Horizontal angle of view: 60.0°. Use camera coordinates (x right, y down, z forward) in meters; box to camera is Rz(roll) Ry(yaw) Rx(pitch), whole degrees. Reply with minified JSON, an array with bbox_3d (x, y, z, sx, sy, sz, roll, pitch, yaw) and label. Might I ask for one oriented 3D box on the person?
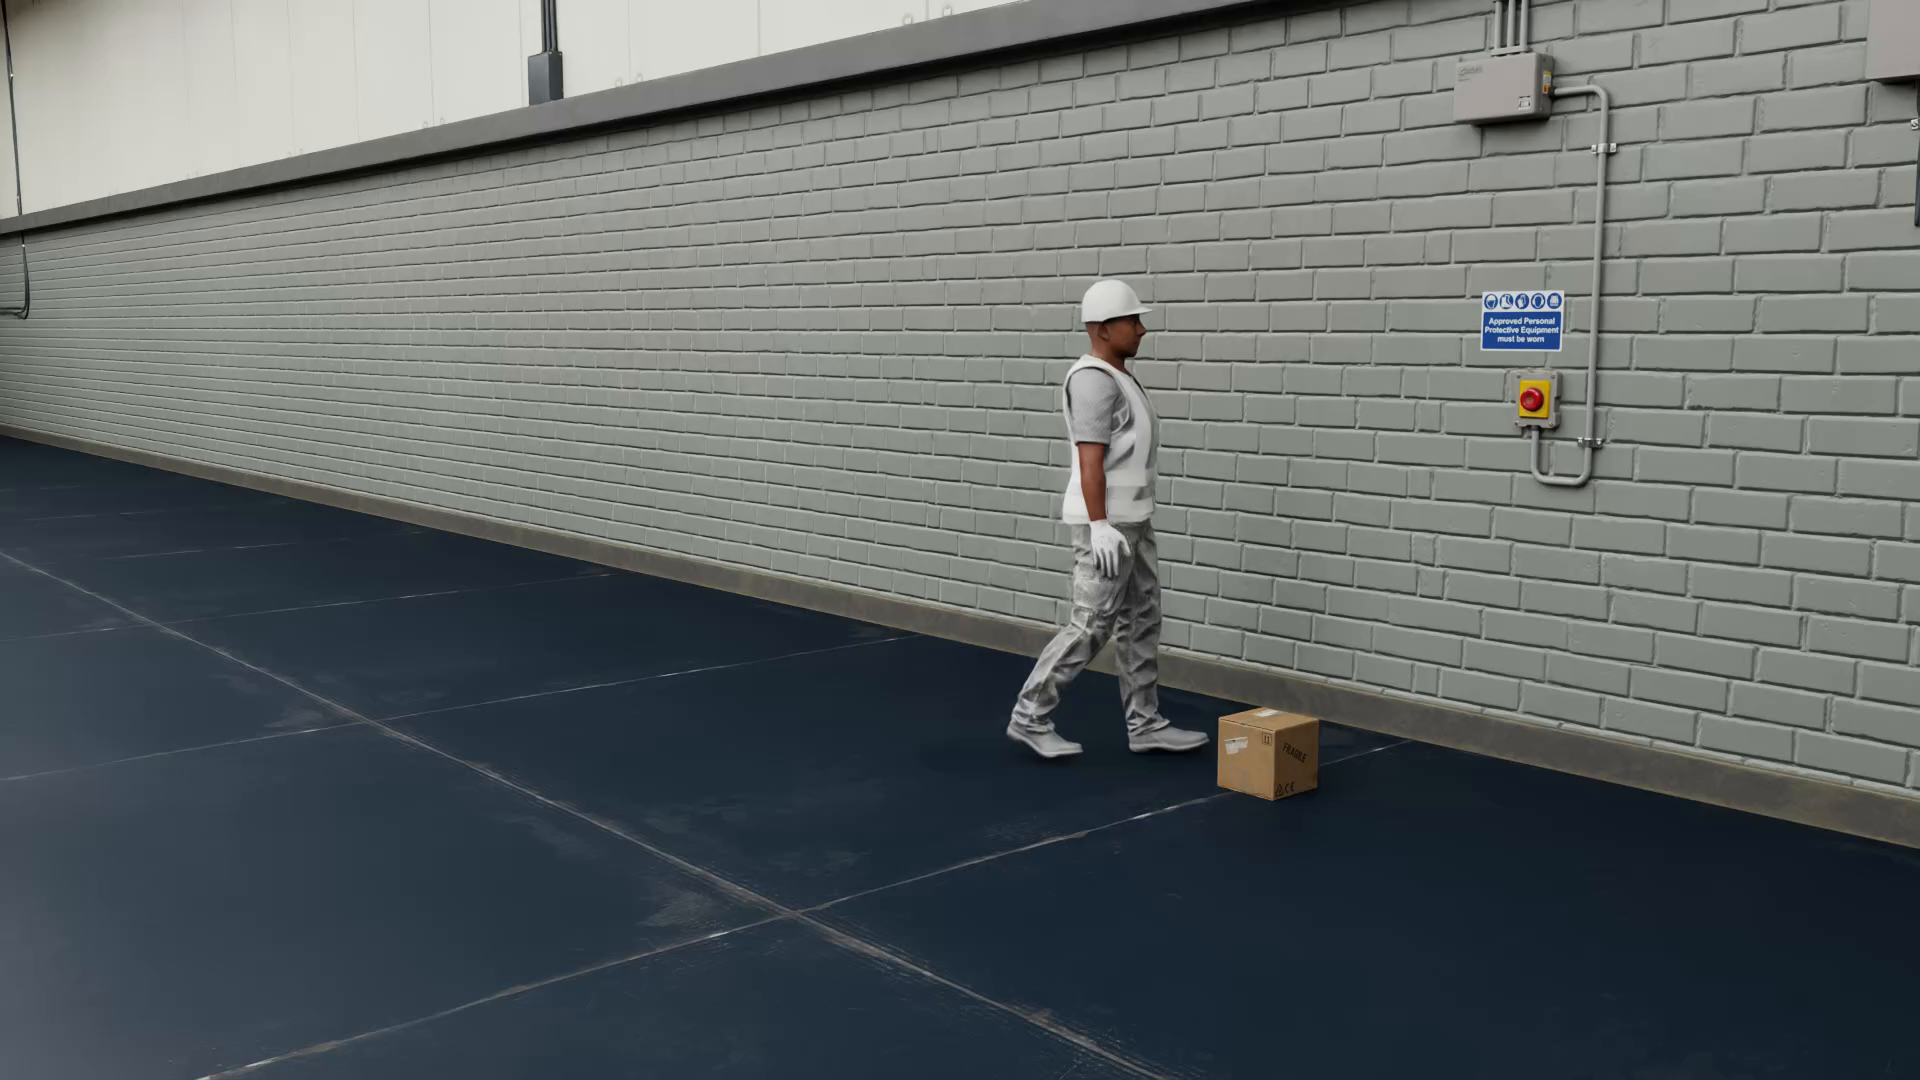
[{"bbox_3d":[0.558,-0.066,6.181,0.744,1.781,0.594,2,8,14],"label":"person"}]
